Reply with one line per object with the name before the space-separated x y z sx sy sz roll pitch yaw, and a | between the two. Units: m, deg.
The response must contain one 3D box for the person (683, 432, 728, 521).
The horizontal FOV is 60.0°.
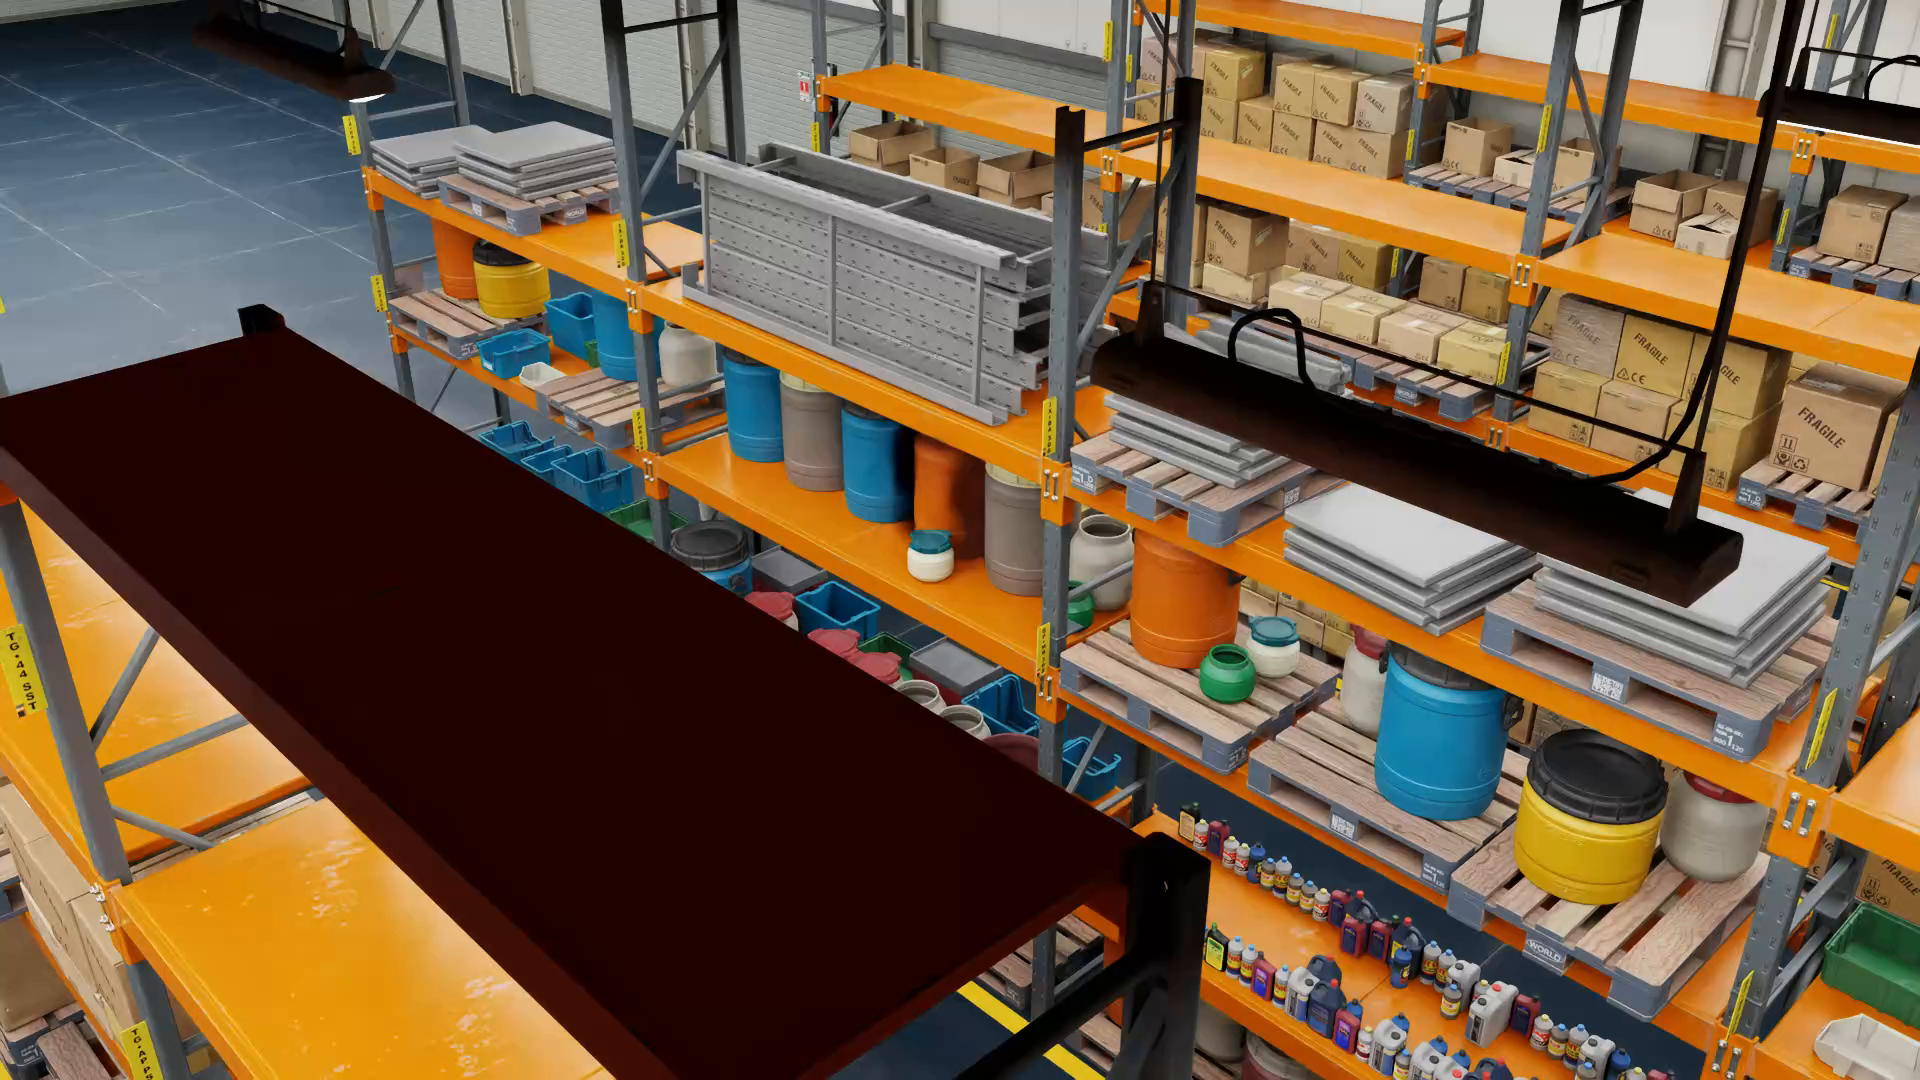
person | -2.537 -0.742 16.550 0.546 1.754 0.339 20 34 33
